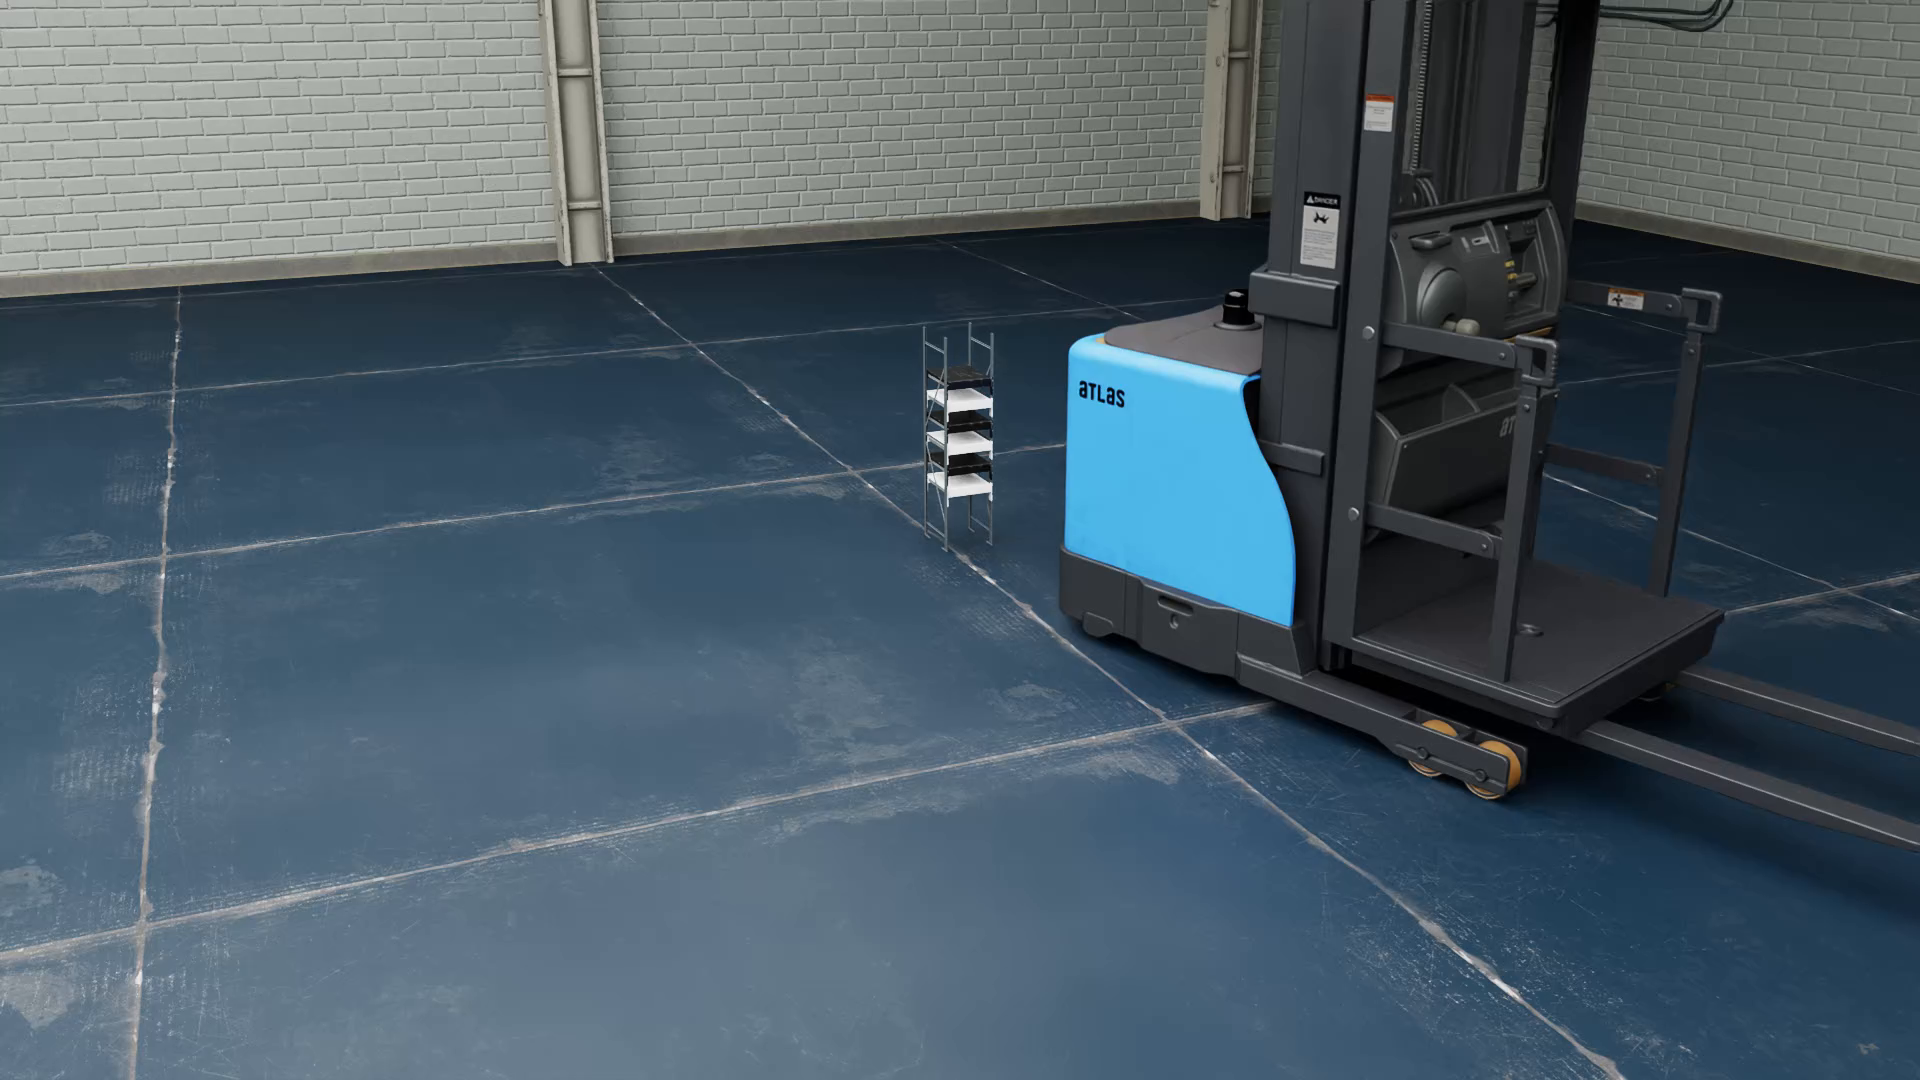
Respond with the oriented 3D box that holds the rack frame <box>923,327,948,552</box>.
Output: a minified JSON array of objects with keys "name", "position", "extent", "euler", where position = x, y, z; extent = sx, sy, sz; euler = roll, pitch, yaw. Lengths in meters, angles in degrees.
[{"name":"rack frame","position":[-0.101,-0.410,6.832],"extent":[0.006,0.900,0.240],"euler":[-8,21,-22]}]

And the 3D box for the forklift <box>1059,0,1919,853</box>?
[{"name":"forklift","position":[1.732,-0.816,4.926],"extent":[1.130,2.935,3.031],"euler":[-17,26,-40]}]

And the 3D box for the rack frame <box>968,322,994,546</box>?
[{"name":"rack frame","position":[0.086,-0.437,6.908],"extent":[0.006,0.900,0.240],"euler":[-8,21,-22]}]

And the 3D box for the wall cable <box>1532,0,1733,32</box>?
[{"name":"wall cable","position":[5.721,-5.806,14.639],"extent":[0.112,2.526,3.097],"euler":[-8,21,-22]}]

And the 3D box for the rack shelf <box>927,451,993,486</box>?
[{"name":"rack shelf","position":[-0.007,-0.307,6.911],"extent":[0.200,0.077,0.258],"euler":[-8,21,-22]}]

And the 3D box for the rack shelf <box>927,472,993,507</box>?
[{"name":"rack shelf","position":[-0.007,-0.222,6.940],"extent":[0.200,0.077,0.258],"euler":[-8,21,-22]}]

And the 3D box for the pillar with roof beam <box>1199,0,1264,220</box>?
[{"name":"pillar with roof beam","position":[4.197,-5.974,10.439],"extent":[0.400,9.000,9.100],"euler":[-8,21,-22]}]

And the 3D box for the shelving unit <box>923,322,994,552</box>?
[{"name":"shelving unit","position":[-0.007,-0.423,6.870],"extent":[0.210,0.900,0.258],"euler":[-8,21,-22]}]

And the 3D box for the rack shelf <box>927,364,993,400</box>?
[{"name":"rack shelf","position":[-0.007,-0.647,6.791],"extent":[0.200,0.077,0.258],"euler":[-8,21,-22]}]

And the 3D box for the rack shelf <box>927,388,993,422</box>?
[{"name":"rack shelf","position":[-0.007,-0.562,6.821],"extent":[0.200,0.077,0.258],"euler":[-8,21,-22]}]

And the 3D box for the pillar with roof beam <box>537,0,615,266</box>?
[{"name":"pillar with roof beam","position":[-1.312,-5.185,8.198],"extent":[0.400,9.000,9.100],"euler":[-8,21,-22]}]

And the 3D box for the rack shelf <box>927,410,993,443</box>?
[{"name":"rack shelf","position":[-0.007,-0.477,6.851],"extent":[0.200,0.077,0.258],"euler":[-8,21,-22]}]

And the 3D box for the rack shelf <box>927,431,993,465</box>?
[{"name":"rack shelf","position":[-0.007,-0.392,6.881],"extent":[0.200,0.077,0.258],"euler":[-8,21,-22]}]
